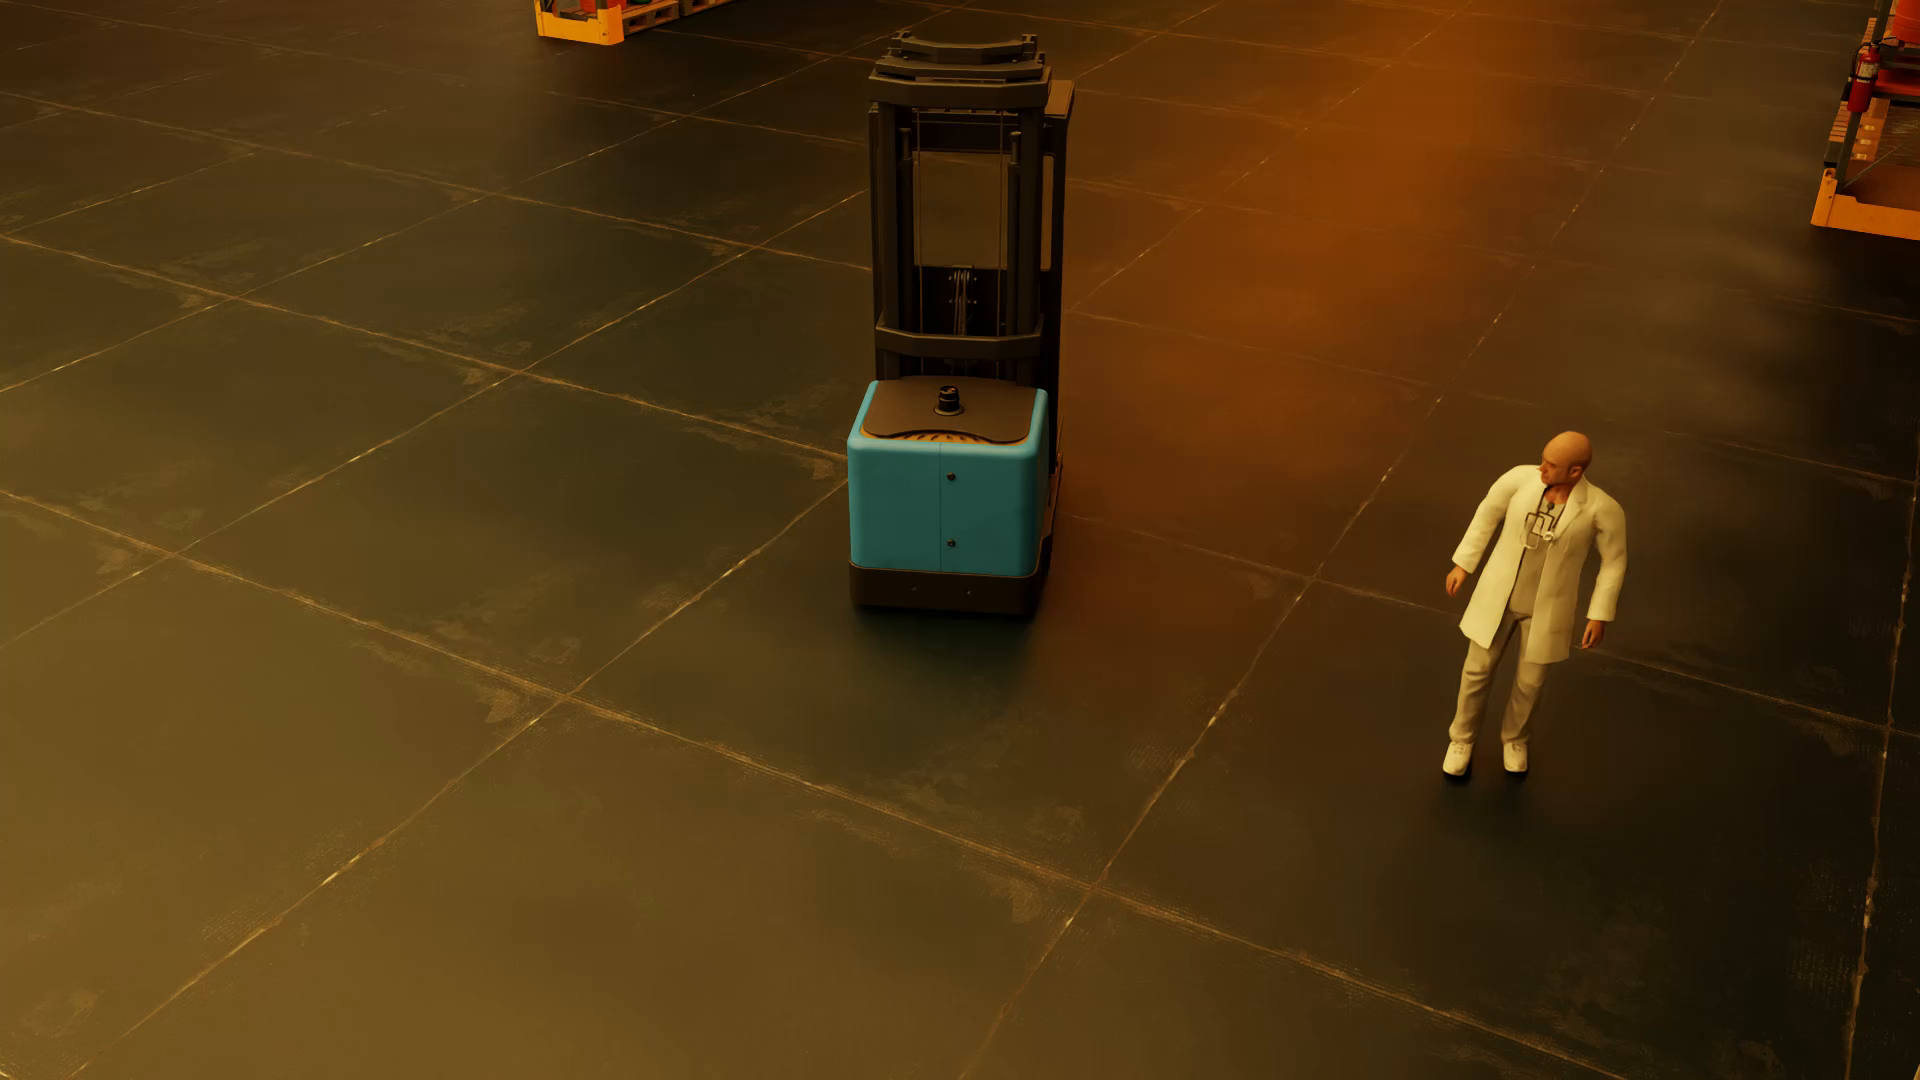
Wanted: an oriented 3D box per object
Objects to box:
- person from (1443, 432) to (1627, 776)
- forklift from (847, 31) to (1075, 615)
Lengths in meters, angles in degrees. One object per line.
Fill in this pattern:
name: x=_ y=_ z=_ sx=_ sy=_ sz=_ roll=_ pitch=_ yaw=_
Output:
person: x=2.617 y=0.308 z=7.699 sx=0.766 sy=1.771 sz=0.528 roll=16 pitch=33 yaw=25
forklift: x=0.072 y=-1.572 z=9.794 sx=1.130 sy=2.935 sz=3.031 roll=3 pitch=30 yaw=6
